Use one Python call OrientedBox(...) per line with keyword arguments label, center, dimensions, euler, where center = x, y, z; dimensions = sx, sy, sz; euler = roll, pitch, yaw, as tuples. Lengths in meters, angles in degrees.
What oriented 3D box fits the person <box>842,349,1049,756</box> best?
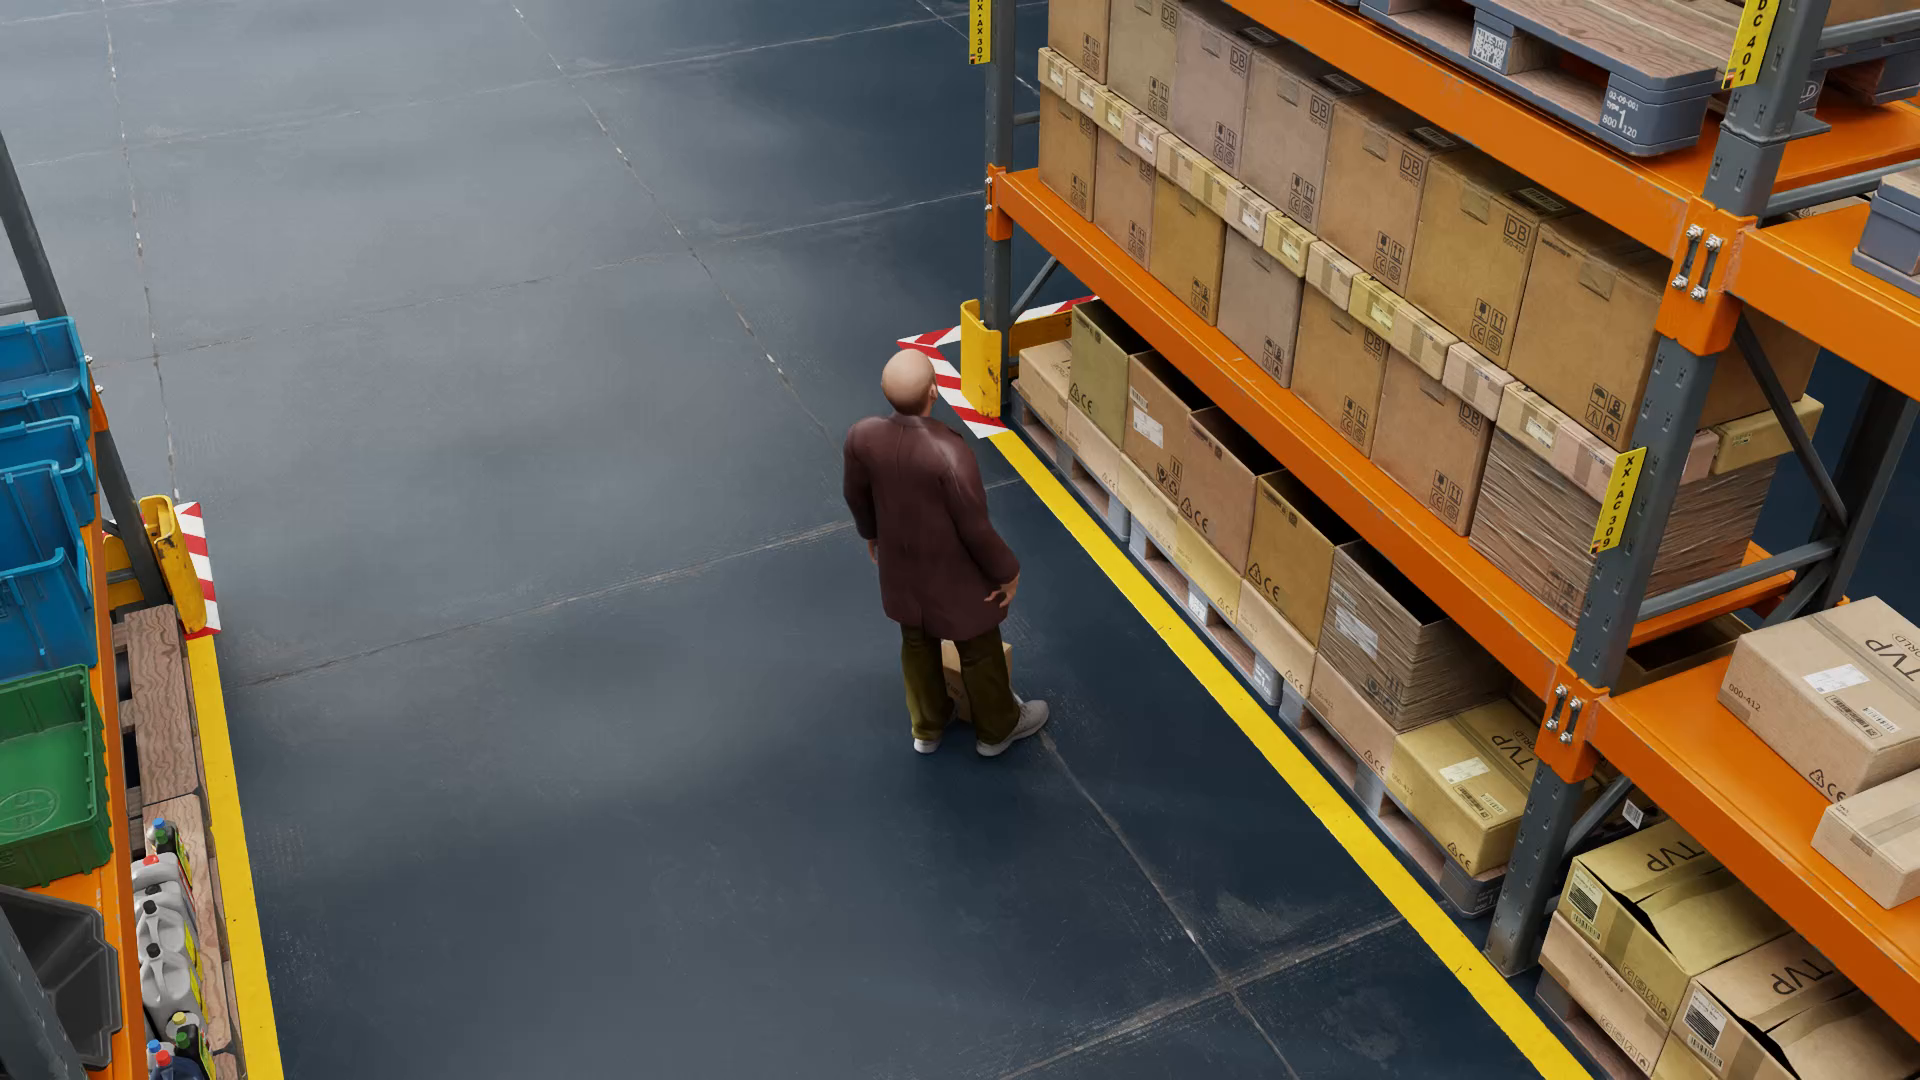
OrientedBox(label="person", center=(-0.048, 0.032, 6.103), dimensions=(0.697, 1.776, 0.582), euler=(21, 42, 26))
